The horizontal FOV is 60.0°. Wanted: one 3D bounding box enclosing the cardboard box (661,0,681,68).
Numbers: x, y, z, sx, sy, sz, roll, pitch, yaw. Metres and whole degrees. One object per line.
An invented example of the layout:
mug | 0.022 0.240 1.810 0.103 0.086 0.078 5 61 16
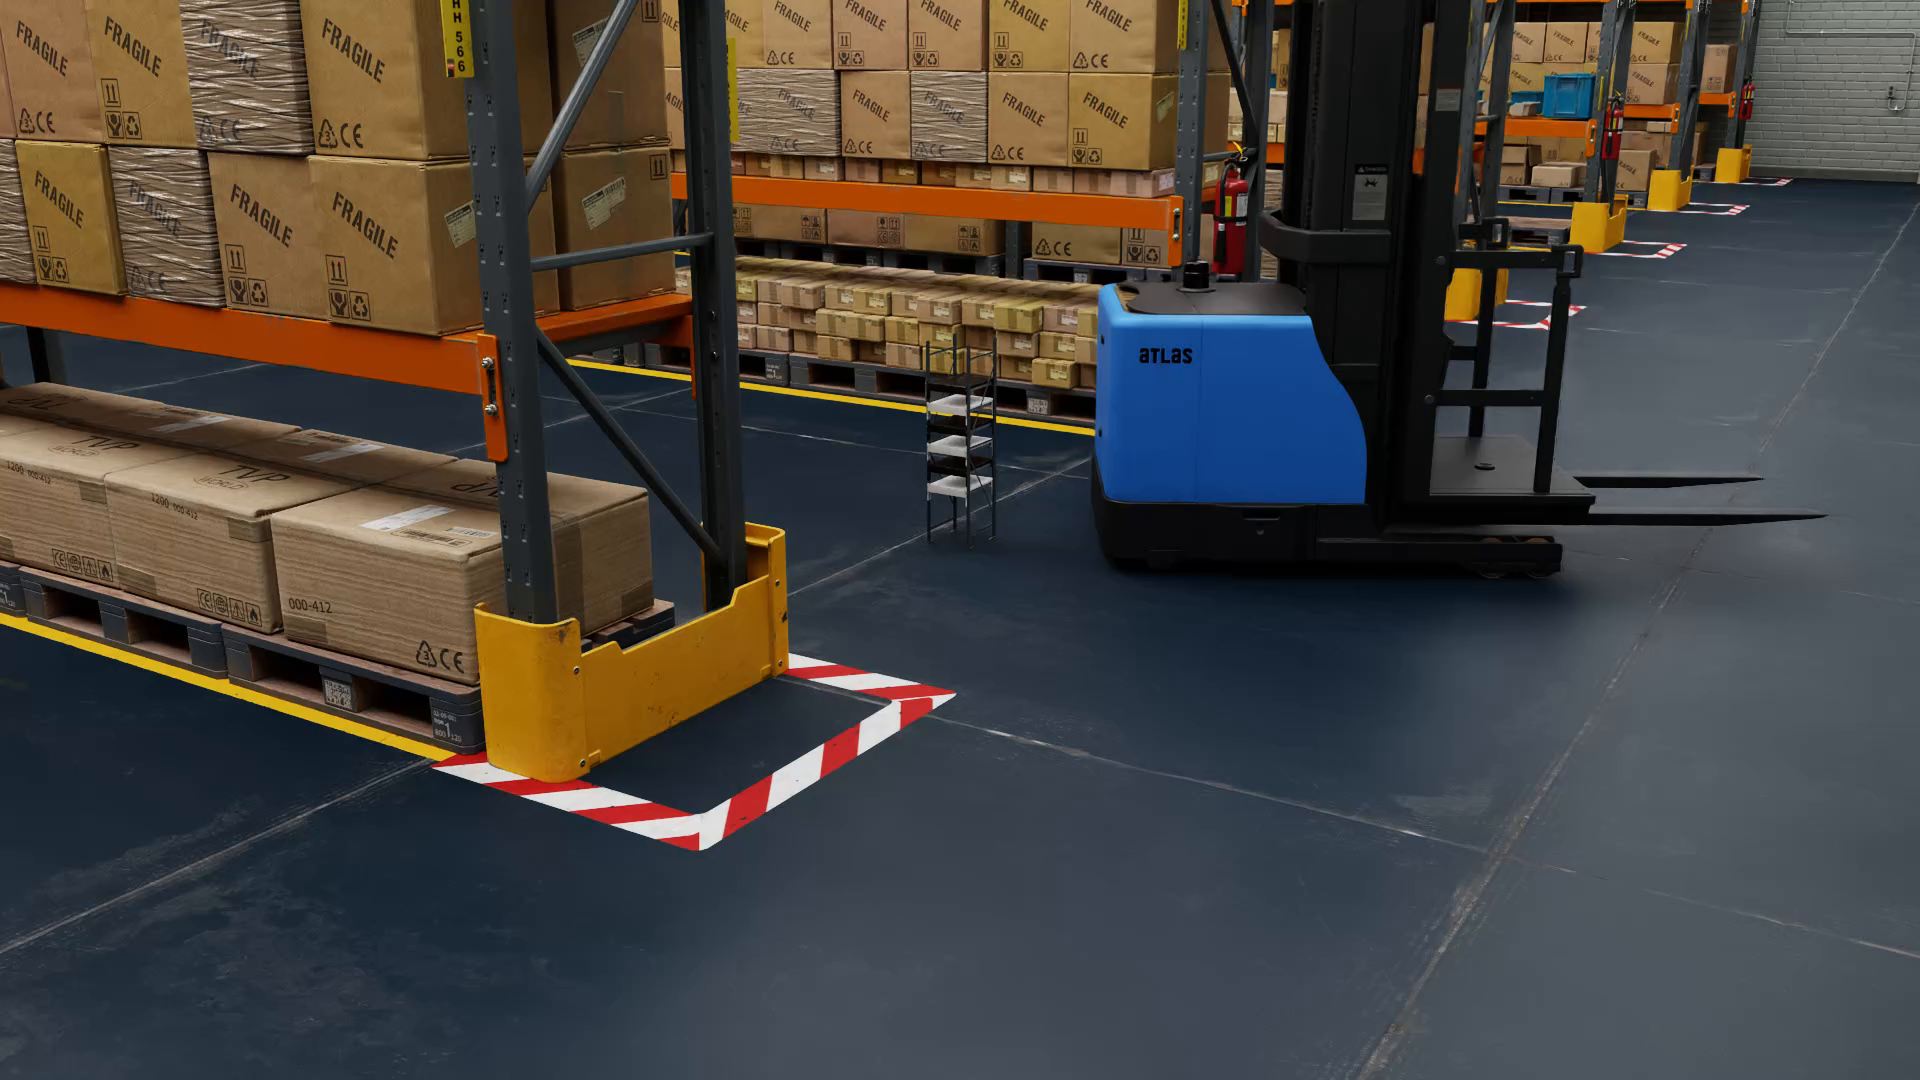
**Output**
cardboard box | -1.700 -3.262 10.556 0.500 0.500 0.500 11 20 31

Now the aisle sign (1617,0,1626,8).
aisle sign | 6.634 -5.714 16.559 0.004 0.787 0.394 10 20 30

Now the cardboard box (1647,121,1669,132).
cardboard box | 10.839 -6.418 25.810 0.250 0.149 0.380 11 20 32

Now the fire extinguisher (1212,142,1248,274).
fire extinguisher | 1.425 -1.746 8.743 0.183 0.674 0.296 10 20 30

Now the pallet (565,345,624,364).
pallet | -2.621 -1.506 11.977 1.213 0.211 1.003 10 20 30

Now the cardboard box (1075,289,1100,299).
cardboard box | 0.885 -1.412 10.027 0.250 0.149 0.380 11 20 31

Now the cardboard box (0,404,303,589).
cardboard box | -3.219 -0.198 6.558 0.875 0.438 0.875 9 19 28

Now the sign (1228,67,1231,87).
sign | 3.028 -5.159 18.727 0.005 0.325 0.100 10 20 30

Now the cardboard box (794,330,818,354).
cardboard box | -0.859 -1.301 10.684 0.250 0.149 0.380 9 19 28

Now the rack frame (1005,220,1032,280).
rack frame | 0.725 -3.936 15.177 0.127 3.000 1.000 10 20 30

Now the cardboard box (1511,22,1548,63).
cardboard box | 7.485 -6.538 21.853 0.500 0.500 0.500 11 20 32

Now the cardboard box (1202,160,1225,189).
cardboard box | 1.347 -2.124 9.646 0.250 0.149 0.380 10 20 30

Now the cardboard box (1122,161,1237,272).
cardboard box | 2.012 -2.863 14.578 0.875 0.875 0.875 10 20 30

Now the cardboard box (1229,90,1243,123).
cardboard box | 2.270 -3.639 13.945 0.500 0.250 0.500 10 20 30

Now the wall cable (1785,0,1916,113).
wall cable | 13.496 -7.533 25.272 1.851 1.984 0.084 10 20 30

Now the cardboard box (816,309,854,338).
cardboard box | -0.694 -1.379 10.432 0.250 0.149 0.380 10 20 30

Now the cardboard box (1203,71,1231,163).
cardboard box | 1.214 -2.441 9.573 0.500 0.500 0.500 11 20 33

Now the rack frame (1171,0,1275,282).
rack frame | 1.452 -2.114 9.180 0.127 3.000 1.000 10 20 30

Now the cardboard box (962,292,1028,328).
cardboard box | 0.209 -1.369 9.886 0.250 0.149 0.380 9 19 28

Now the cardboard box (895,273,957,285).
cardboard box | -0.213 -1.609 10.677 0.250 0.149 0.380 10 20 30

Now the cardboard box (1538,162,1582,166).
cardboard box | 8.154 -4.980 22.589 0.500 0.250 0.500 10 20 30

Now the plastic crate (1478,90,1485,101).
plastic crate | 5.565 -4.822 18.279 0.300 0.233 0.416 10 20 30

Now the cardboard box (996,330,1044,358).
cardboard box | 0.409 -1.182 9.781 0.250 0.149 0.380 9 19 28

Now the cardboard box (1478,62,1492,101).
cardboard box | 7.067 -6.138 22.254 0.500 0.500 0.500 10 20 30

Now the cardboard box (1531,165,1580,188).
cardboard box | 7.935 -4.849 22.156 0.500 0.250 0.500 10 20 30

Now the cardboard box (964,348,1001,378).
cardboard box | 0.224 -1.089 9.989 0.250 0.149 0.380 10 20 31

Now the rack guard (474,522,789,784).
rack guard | -1.032 0.327 5.445 0.348 0.500 1.175 10 20 30

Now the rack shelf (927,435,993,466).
rack shelf | 0.007 -0.397 7.256 0.200 0.077 0.258 10 20 30

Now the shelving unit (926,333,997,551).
shelving unit | 0.007 -0.429 7.246 0.210 0.900 0.258 10 20 30

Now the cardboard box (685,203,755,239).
cardboard box | -2.106 -3.618 17.065 0.875 0.875 1.225 9 19 28

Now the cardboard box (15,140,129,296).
cardboard box | -2.912 -1.160 5.866 0.500 0.500 0.500 11 20 32

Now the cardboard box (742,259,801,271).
cardboard box | -1.279 -1.825 11.389 0.250 0.149 0.380 10 20 31

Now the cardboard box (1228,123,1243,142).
cardboard box | 2.355 -3.412 13.886 0.250 0.149 0.380 11 20 31

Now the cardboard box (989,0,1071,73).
cardboard box | 0.500 -2.868 9.257 0.500 0.500 0.500 9 19 28

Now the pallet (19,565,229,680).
pallet | -2.811 0.173 6.447 1.213 0.211 1.003 10 20 30

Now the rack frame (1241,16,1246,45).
rack frame | 5.093 -8.224 29.296 0.127 3.000 1.000 10 20 30

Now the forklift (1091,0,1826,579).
forklift | 2.118 -1.399 6.943 3.031 2.935 1.130 0 17 1

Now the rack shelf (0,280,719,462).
rack shelf | -2.757 -0.833 6.200 4.000 0.370 1.077 10 20 30

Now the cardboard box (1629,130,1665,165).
cardboard box | 10.835 -6.170 26.111 0.500 0.500 0.700 10 20 30

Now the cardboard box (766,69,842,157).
cardboard box | -0.831 -2.616 10.149 0.500 0.500 0.500 10 19 29

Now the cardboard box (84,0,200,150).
cardboard box | -2.469 -1.562 5.469 0.500 0.500 0.500 10 20 30

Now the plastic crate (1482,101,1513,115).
plastic crate | 5.696 -4.583 17.659 0.243 0.136 0.396 10 20 30

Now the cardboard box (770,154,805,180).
cardboard box | -0.964 -2.332 10.331 0.250 0.149 0.380 11 20 31

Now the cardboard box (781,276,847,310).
cardboard box | -0.918 -1.565 10.530 0.250 0.149 0.380 11 20 31

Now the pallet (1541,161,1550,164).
pallet | 9.109 -6.147 27.253 1.213 0.211 1.003 10 20 30

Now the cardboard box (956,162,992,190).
cardboard box | 0.173 -2.136 9.683 0.250 0.149 0.380 9 19 28

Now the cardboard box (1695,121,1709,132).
cardboard box | 11.473 -6.435 25.867 0.250 0.149 0.380 10 20 30

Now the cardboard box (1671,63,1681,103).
cardboard box | 9.081 -5.961 21.672 0.500 0.500 0.500 11 20 31

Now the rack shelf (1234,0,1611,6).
rack shelf | 5.021 -5.949 17.882 4.000 0.370 1.077 10 20 30

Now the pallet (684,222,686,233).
pallet | -3.349 -3.329 17.978 1.213 0.211 1.003 10 20 30
